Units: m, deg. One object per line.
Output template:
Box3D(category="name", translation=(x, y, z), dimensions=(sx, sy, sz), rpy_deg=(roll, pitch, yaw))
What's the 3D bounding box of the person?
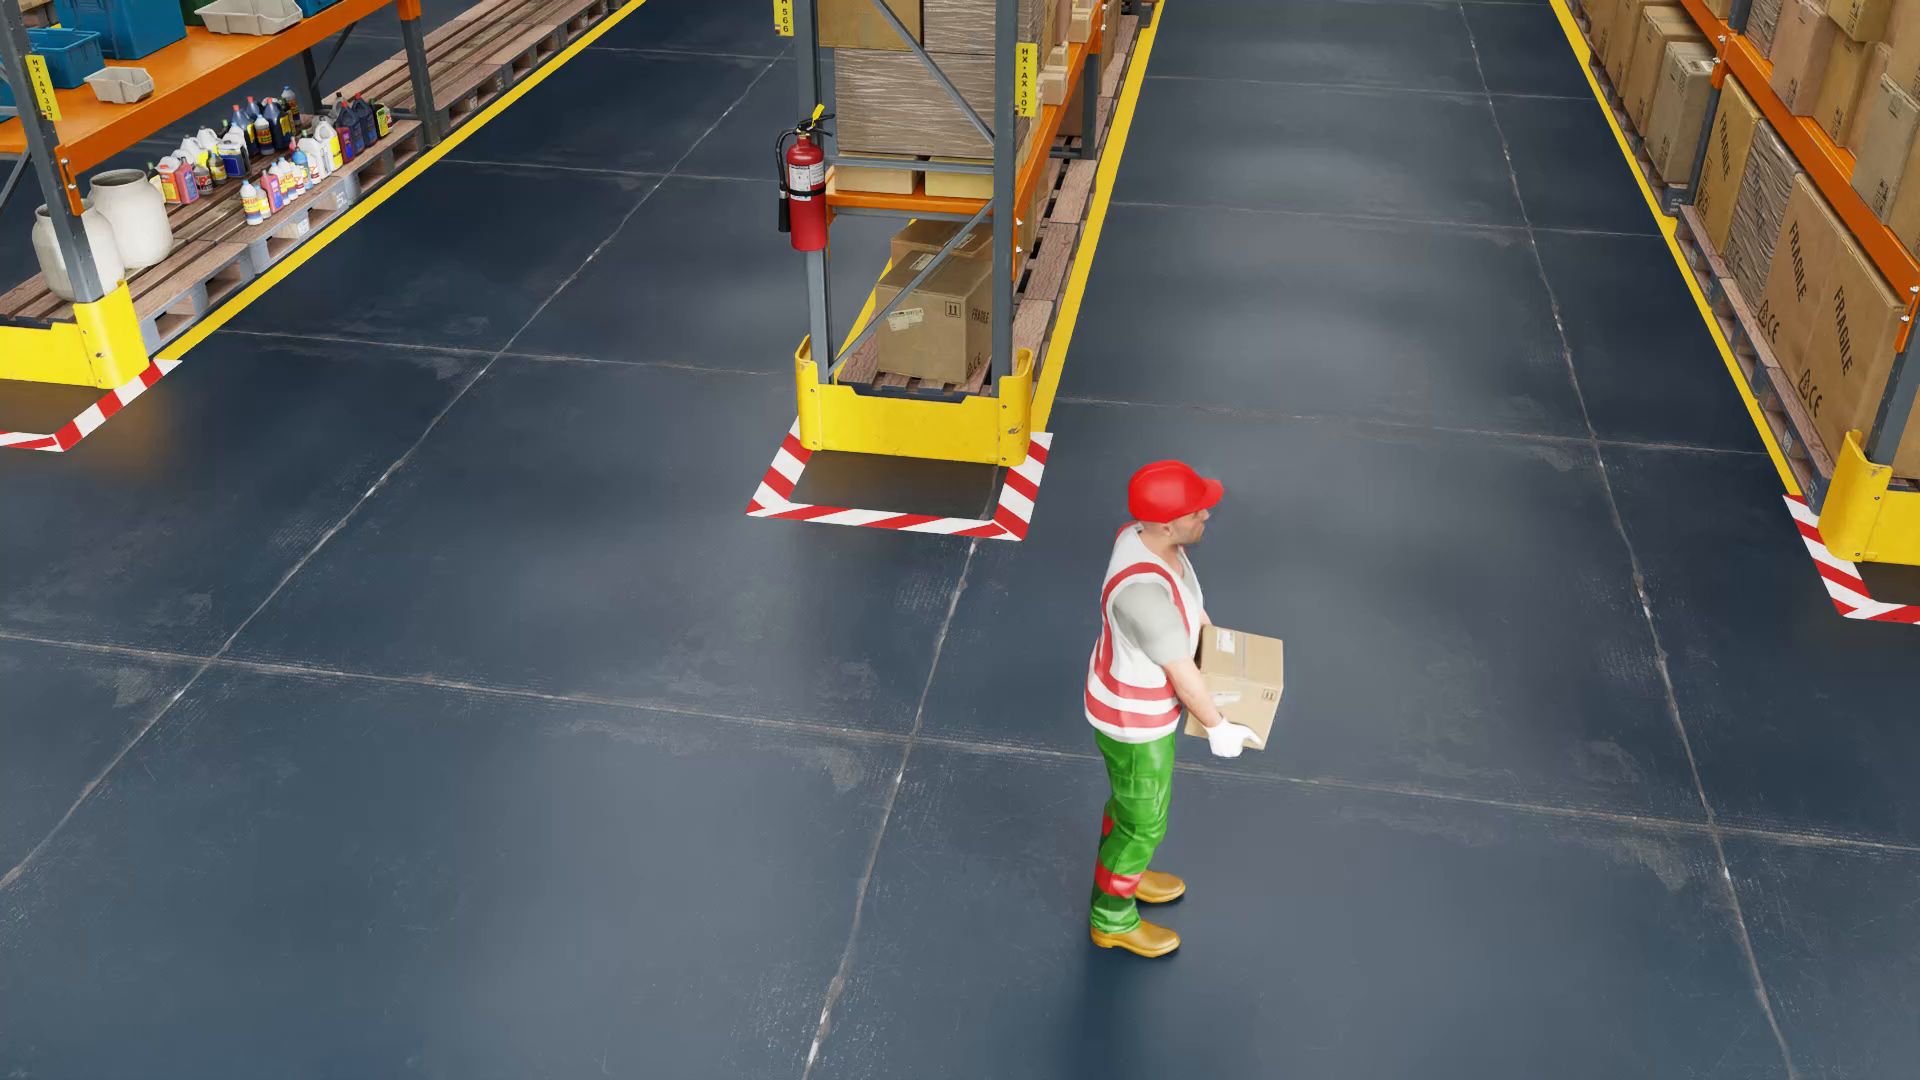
Box3D(category="person", translation=(0.672, 0.537, 5.261), dimensions=(0.559, 1.784, 0.495), rpy_deg=(5, 32, 7))
